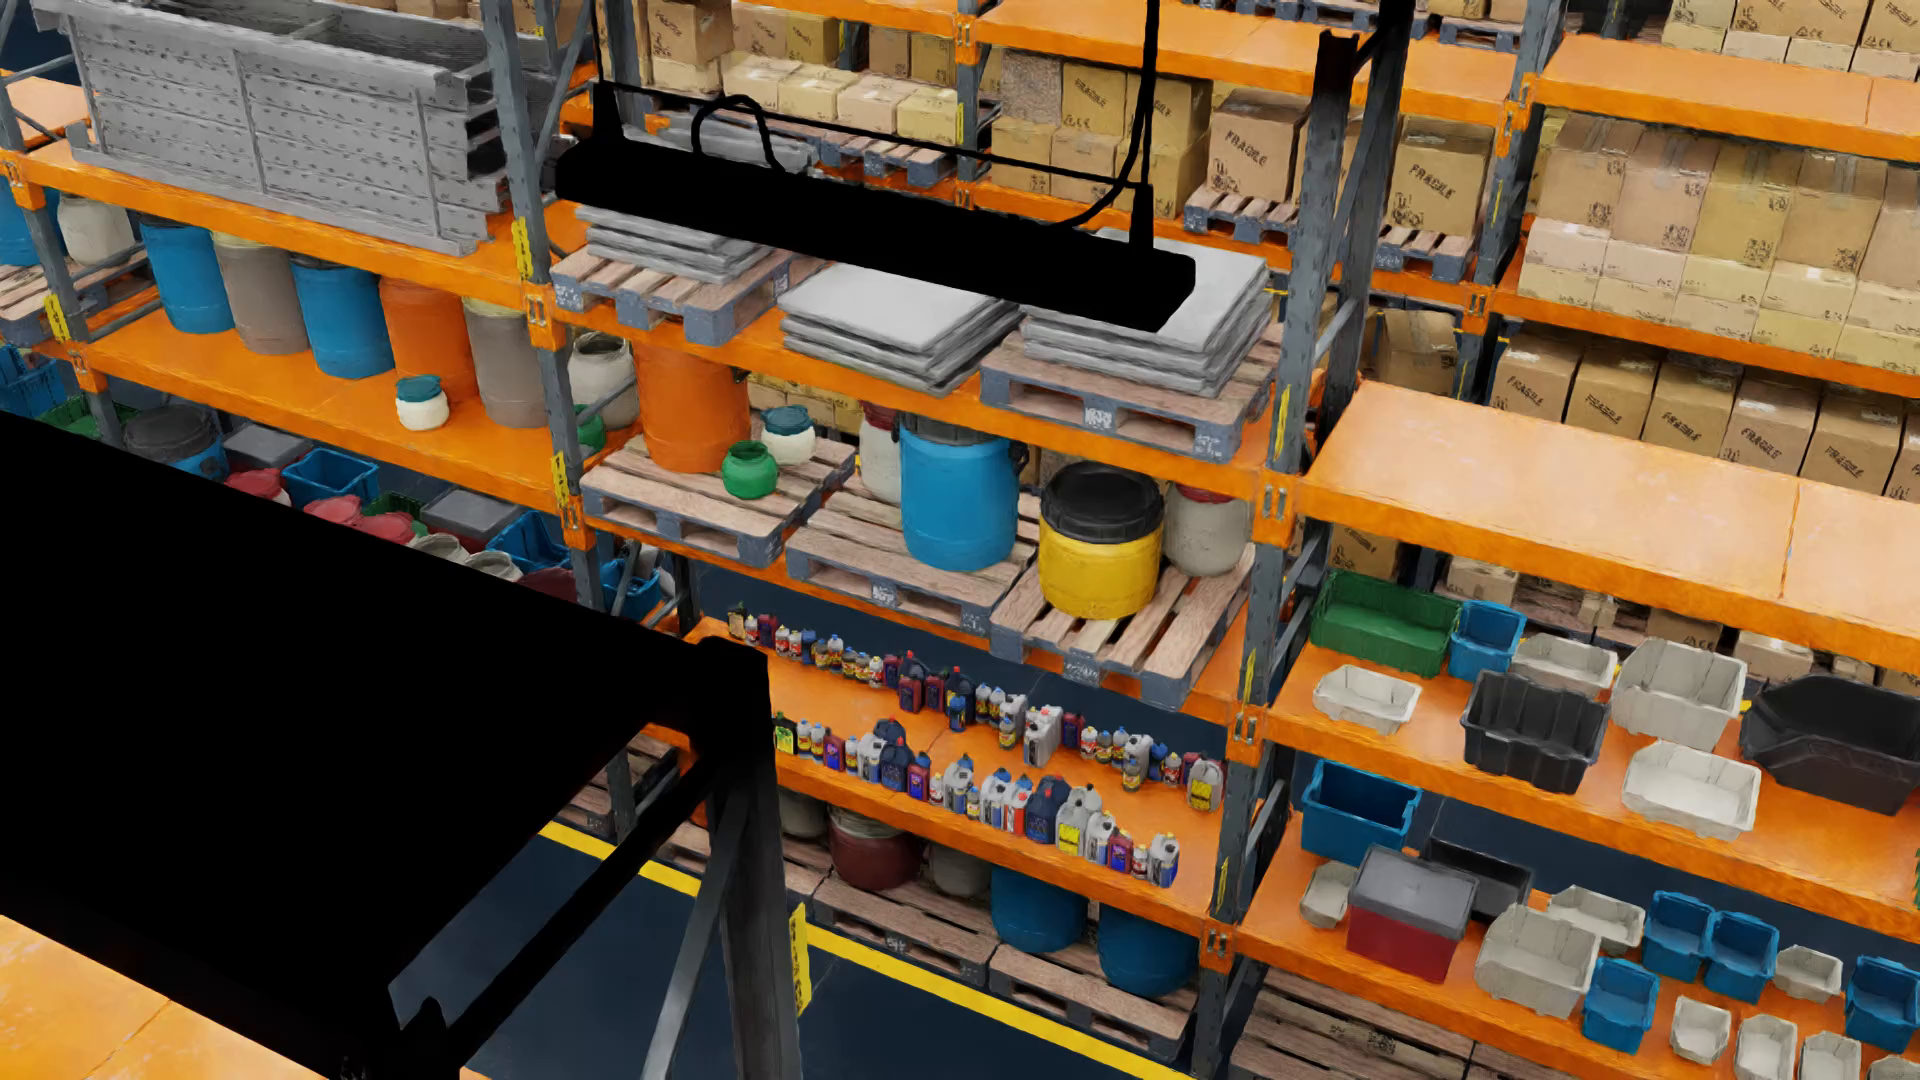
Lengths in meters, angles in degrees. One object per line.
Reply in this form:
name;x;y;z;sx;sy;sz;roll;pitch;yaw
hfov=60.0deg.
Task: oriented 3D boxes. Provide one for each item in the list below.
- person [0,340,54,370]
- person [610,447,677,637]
person;-8.462;-1.658;14.801;1.031;1.599;0.459;13;37;18
person;-2.363;0.020;12.441;0.531;1.629;0.592;15;38;20
